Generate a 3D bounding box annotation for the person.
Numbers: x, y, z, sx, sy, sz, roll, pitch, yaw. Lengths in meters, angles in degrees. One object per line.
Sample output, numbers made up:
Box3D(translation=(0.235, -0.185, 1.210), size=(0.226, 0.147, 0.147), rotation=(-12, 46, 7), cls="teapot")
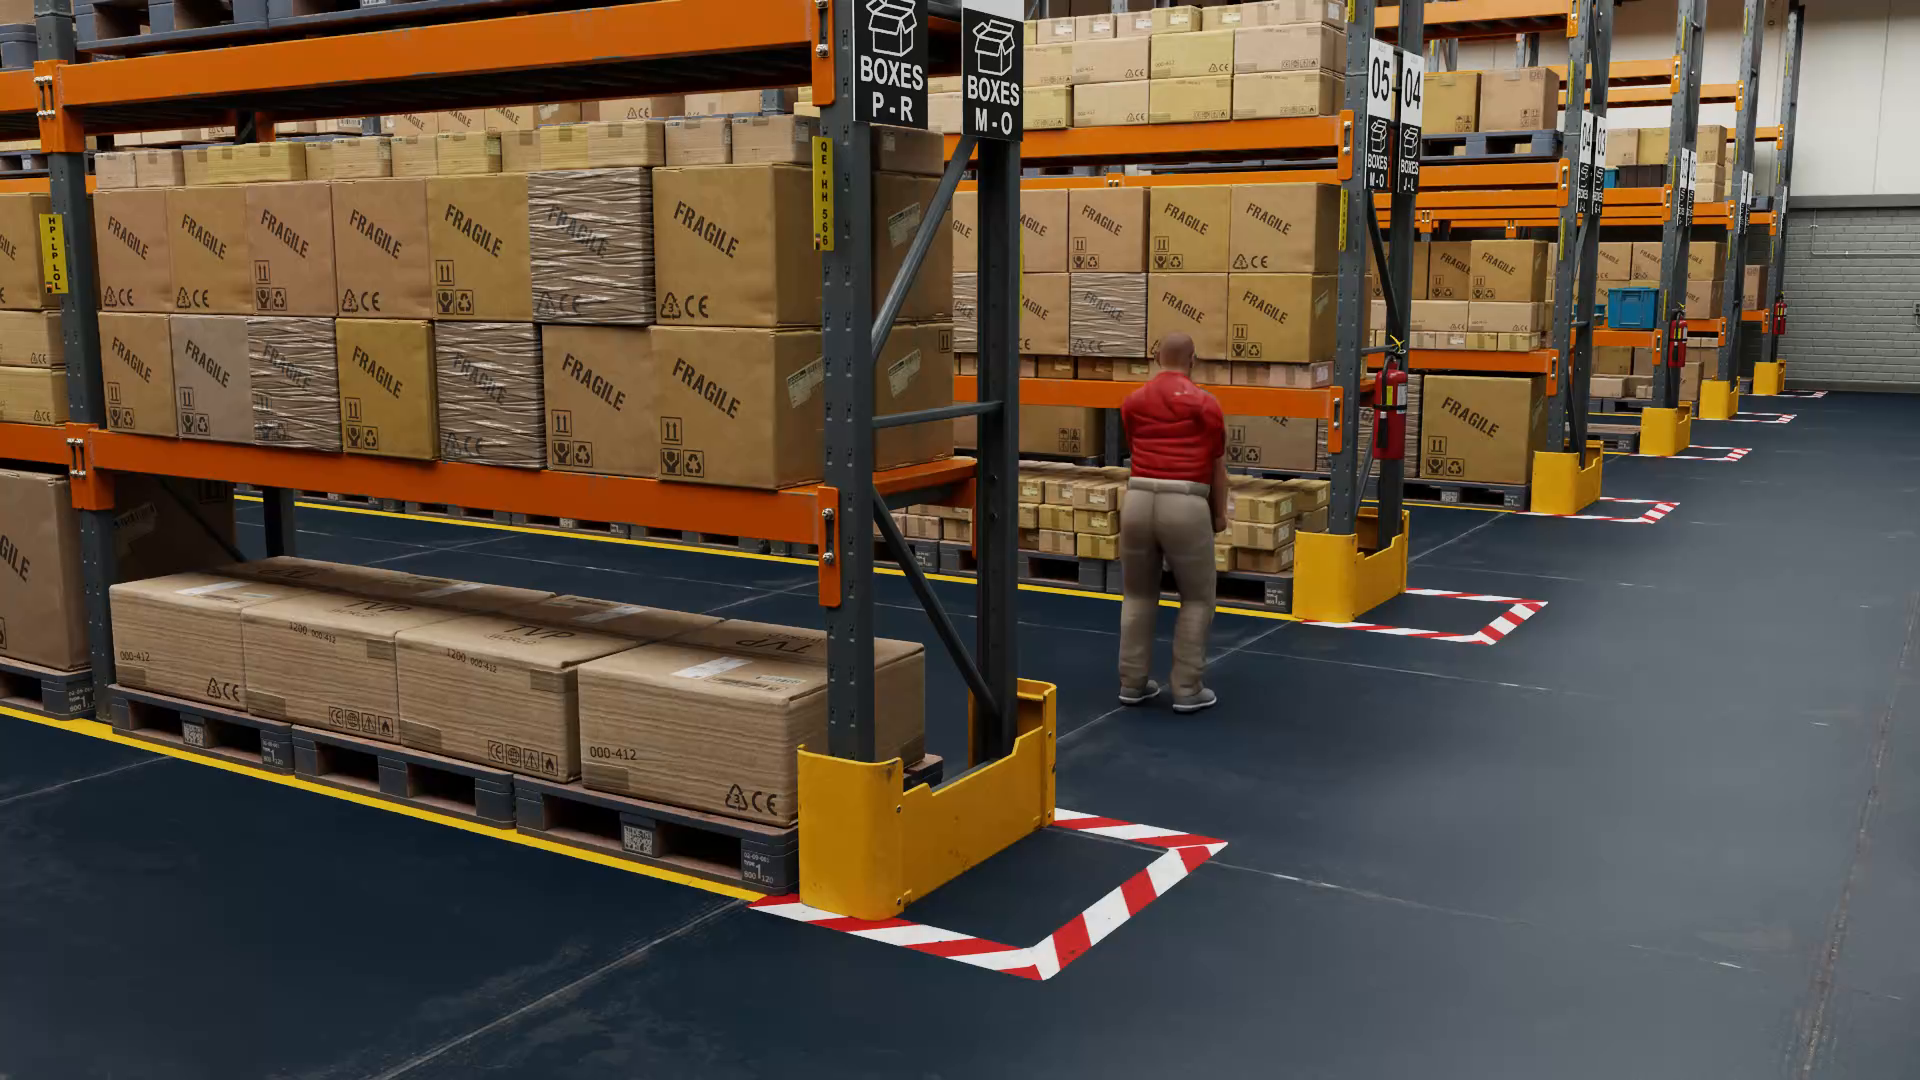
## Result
Box3D(translation=(0.969, -0.098, 7.607), size=(0.485, 1.711, 0.572), rotation=(5, 11, 30), cls="person")
